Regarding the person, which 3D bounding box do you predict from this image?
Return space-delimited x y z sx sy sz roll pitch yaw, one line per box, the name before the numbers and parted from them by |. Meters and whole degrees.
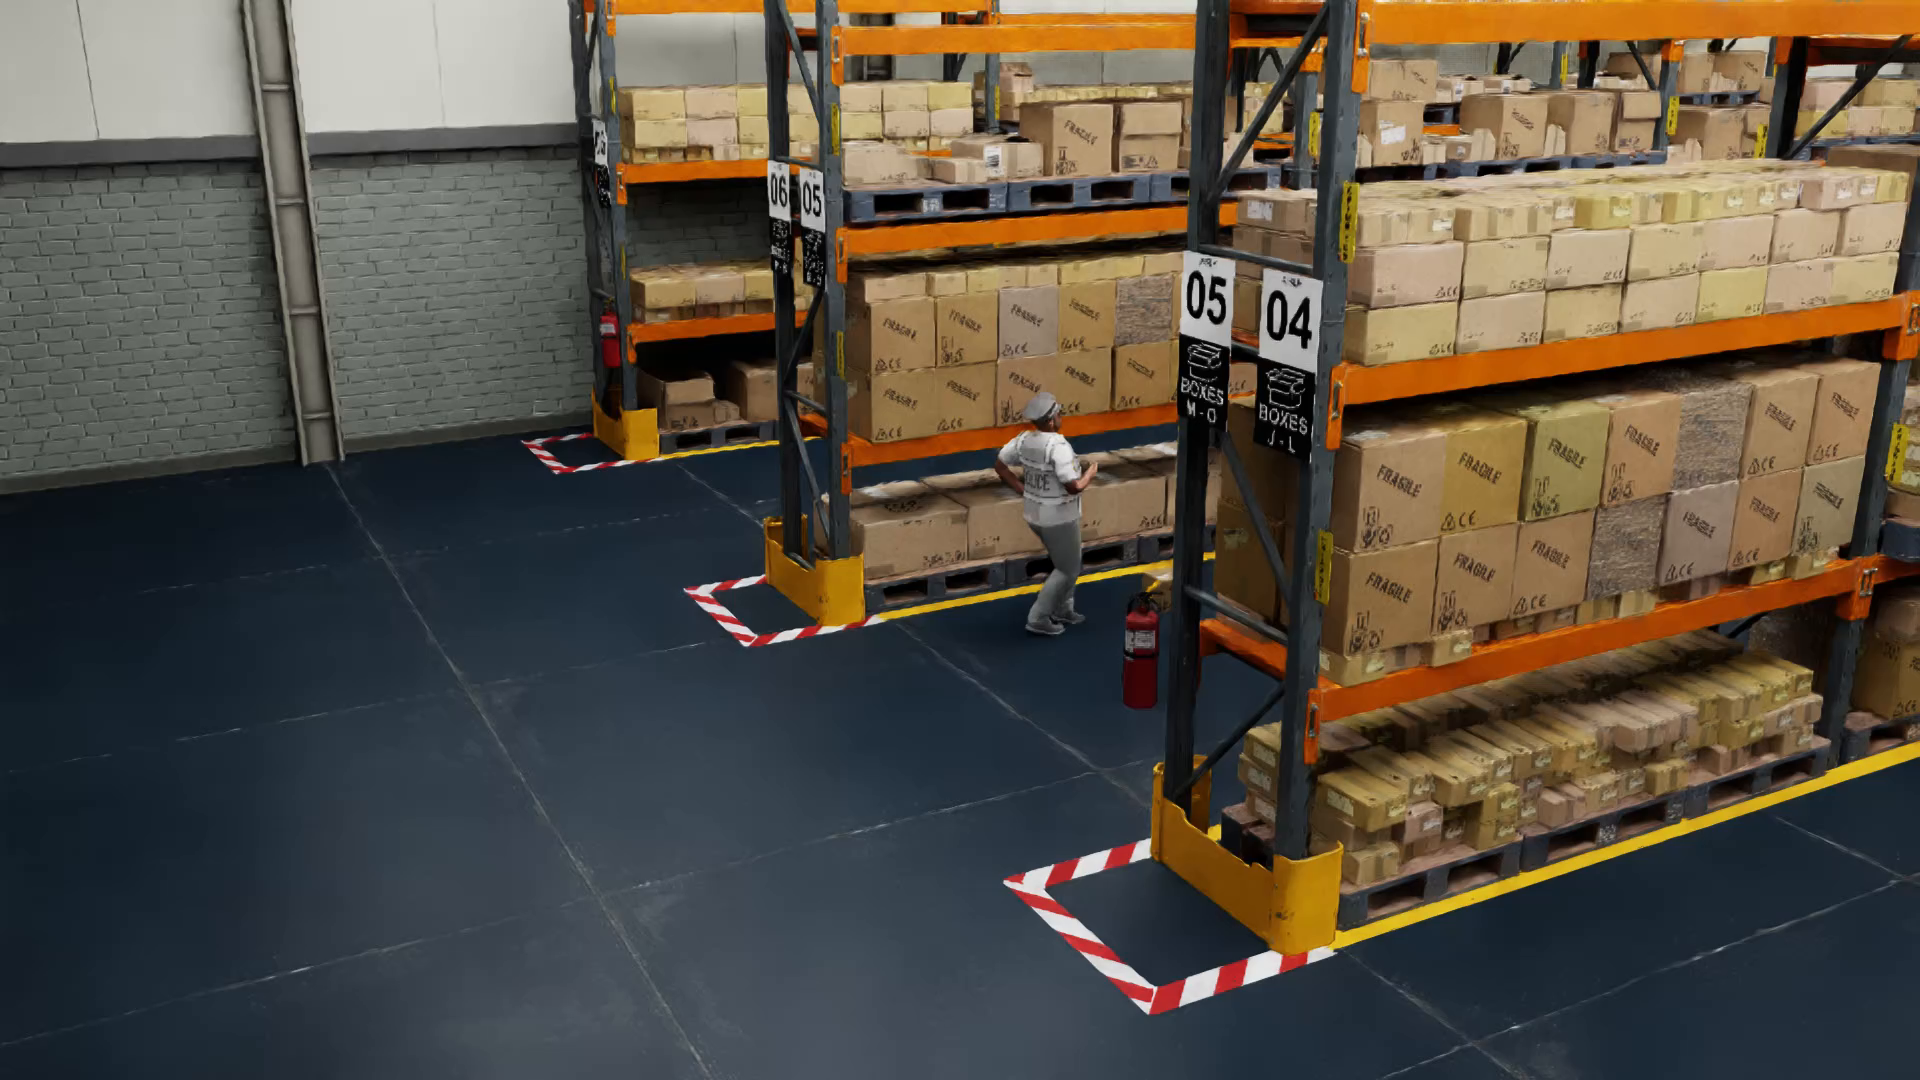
person | 0.670 -0.169 11.591 0.686 1.794 0.640 -9 20 -26
